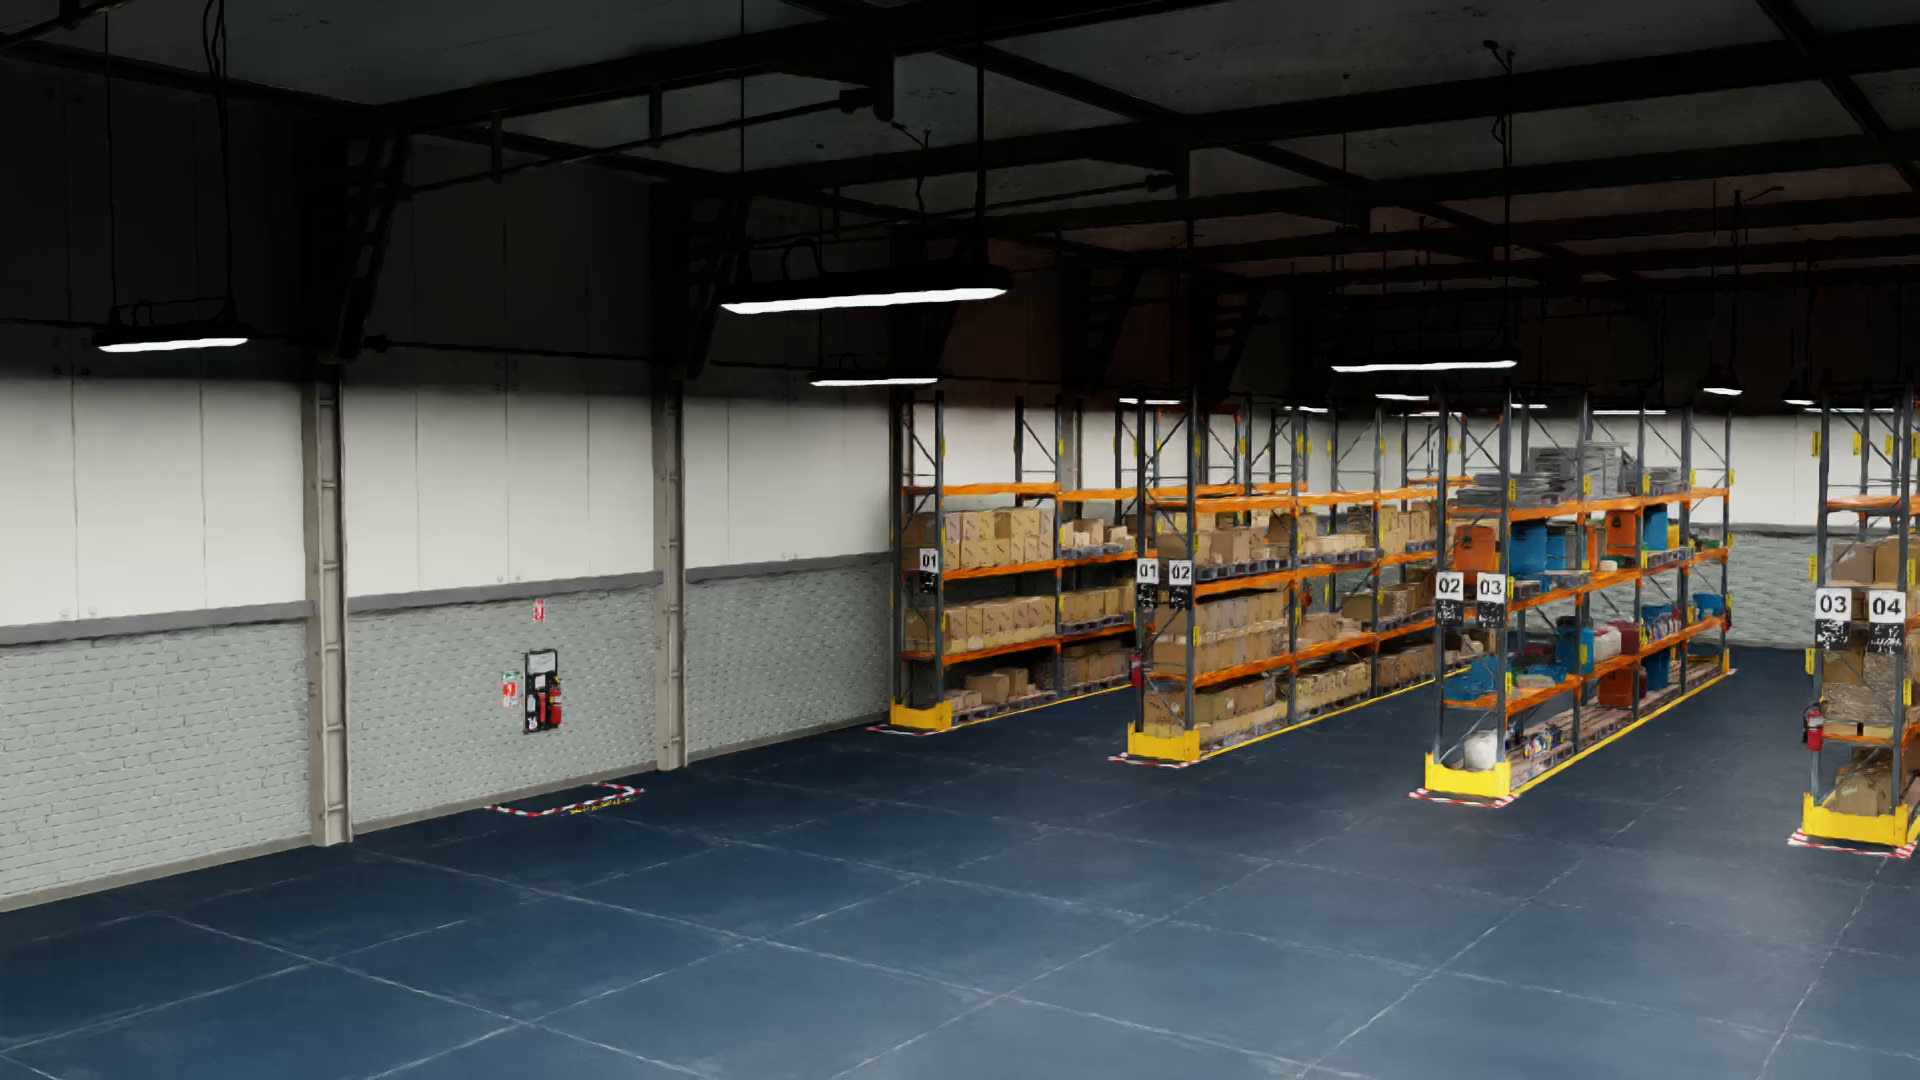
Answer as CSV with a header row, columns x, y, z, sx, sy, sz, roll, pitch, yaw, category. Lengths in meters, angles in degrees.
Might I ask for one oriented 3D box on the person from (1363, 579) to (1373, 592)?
x,y,z,sx,sy,sz,roll,pitch,yaw,category
10.306,1.805,41.813,0.567,1.676,0.420,-2,4,-35,person
